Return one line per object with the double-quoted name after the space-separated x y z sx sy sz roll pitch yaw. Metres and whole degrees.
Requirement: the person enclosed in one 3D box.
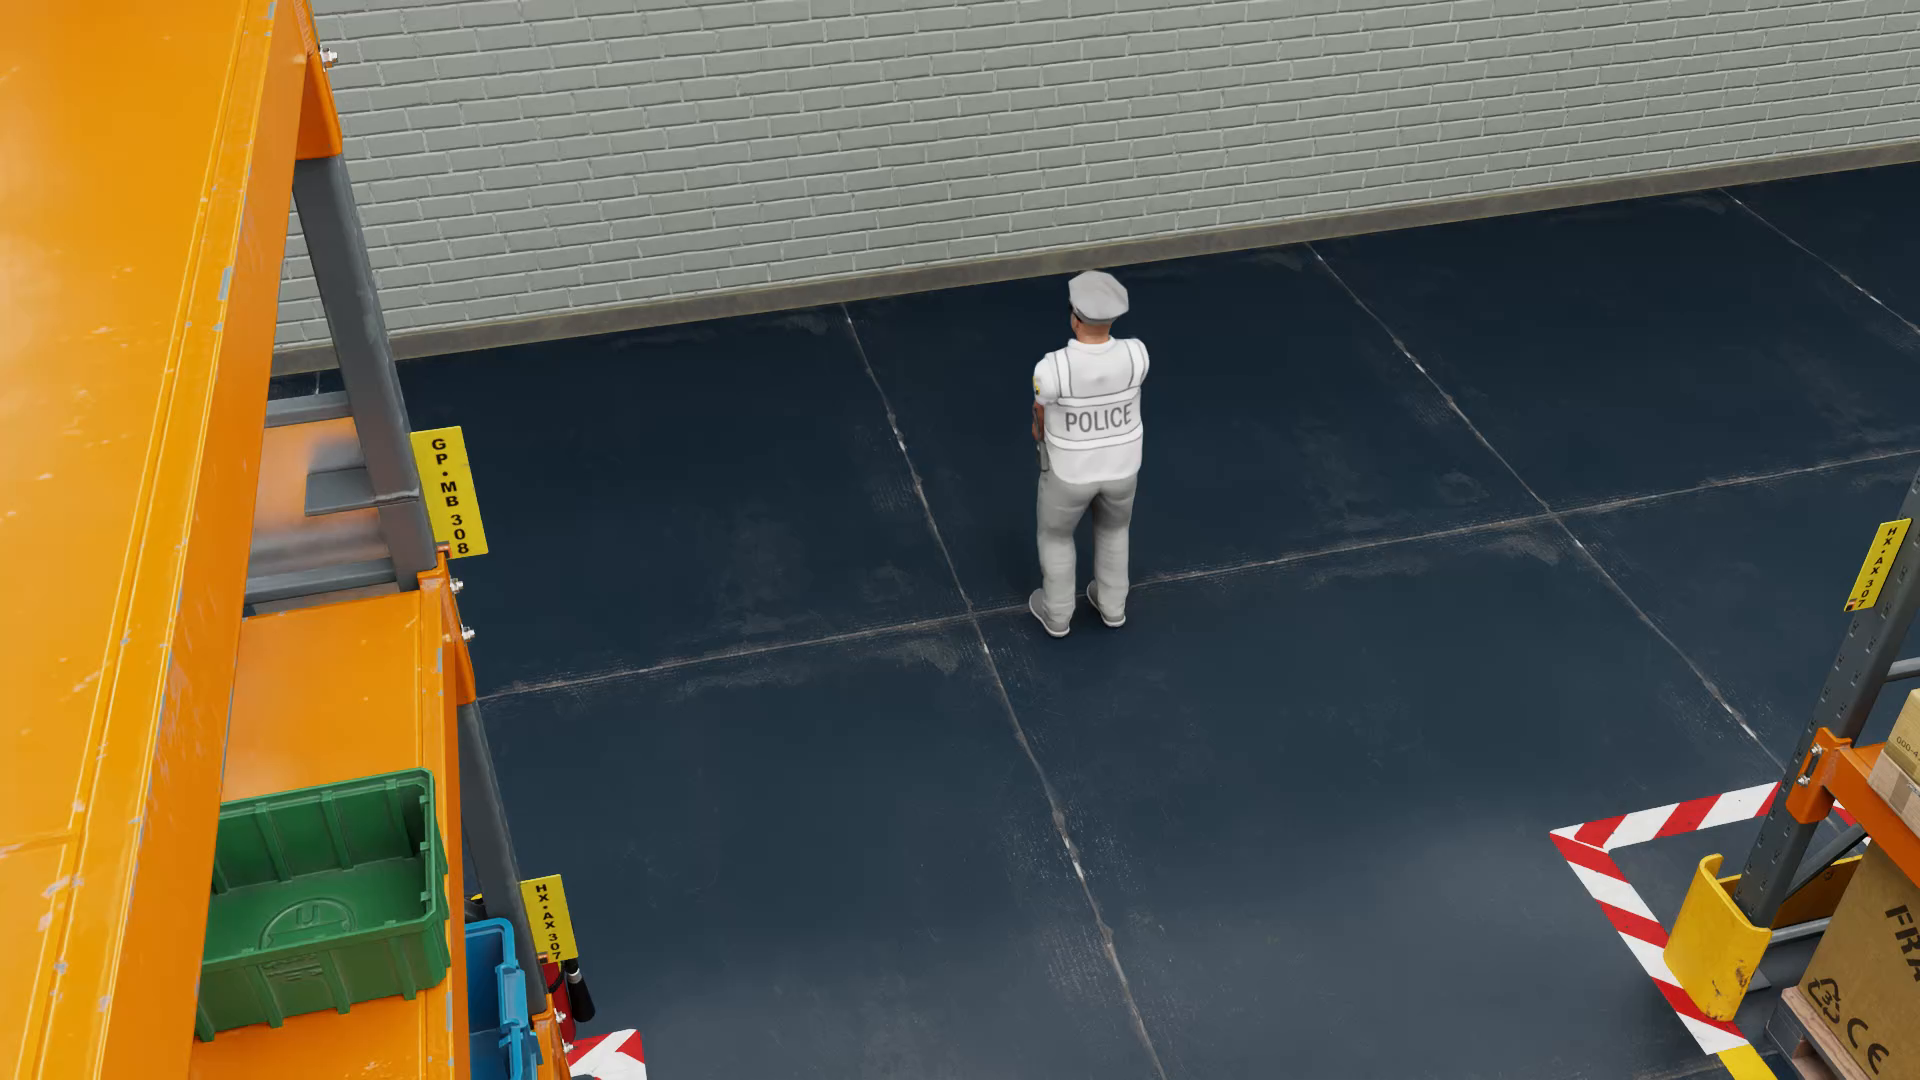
0.519 -0.384 7.191 0.490 1.772 0.565 -10 39 -12 "person"
